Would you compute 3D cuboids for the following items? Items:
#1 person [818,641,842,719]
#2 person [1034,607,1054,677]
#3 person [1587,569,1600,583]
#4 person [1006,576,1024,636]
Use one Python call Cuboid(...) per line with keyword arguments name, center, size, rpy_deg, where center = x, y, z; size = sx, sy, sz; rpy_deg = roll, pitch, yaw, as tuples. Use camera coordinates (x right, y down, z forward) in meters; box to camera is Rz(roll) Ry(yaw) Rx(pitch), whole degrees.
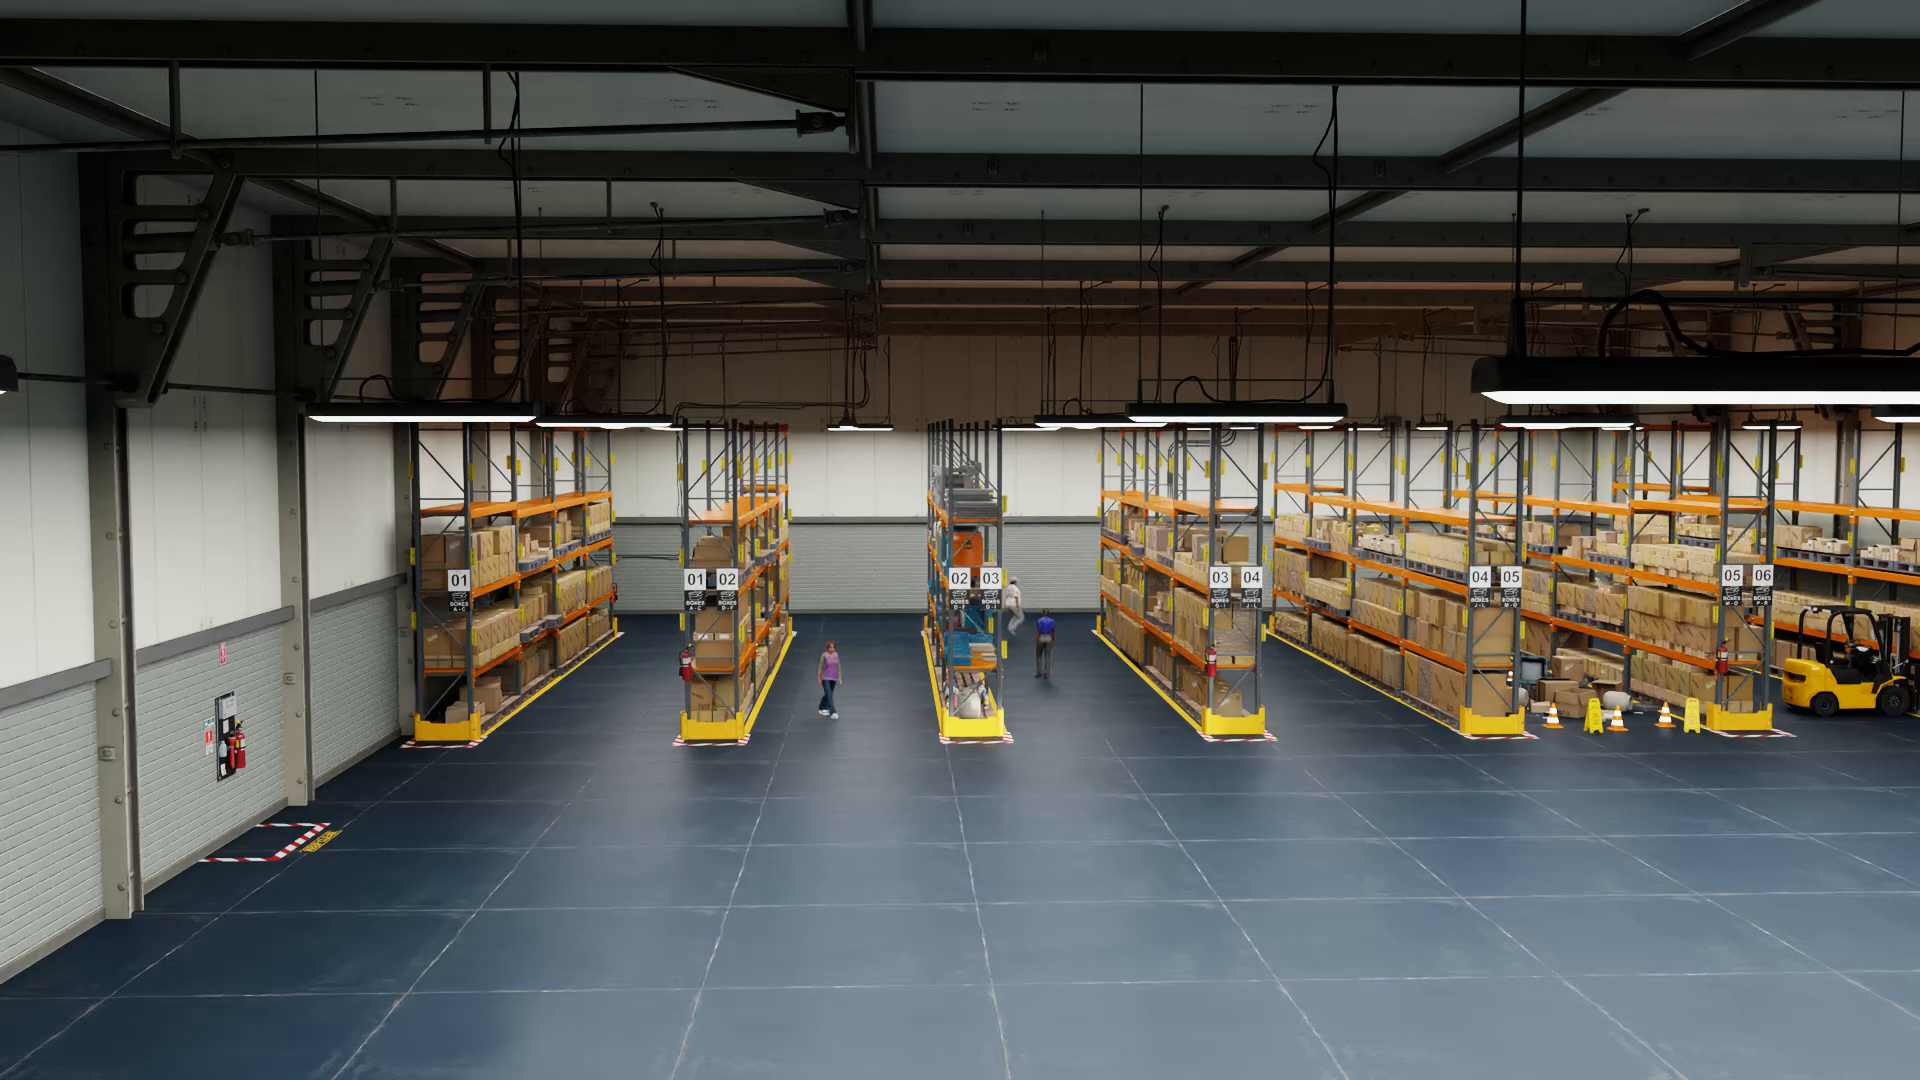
Cuboid(name="person", center=(-2.593, 2.798, 33.329), size=(0.440, 1.529, 0.979), rpy_deg=(-3, 5, -40))
Cuboid(name="person", center=(2.000, 2.433, 38.979), size=(0.460, 1.704, 0.595), rpy_deg=(0, 4, -8))
Cuboid(name="person", center=(18.774, 1.692, 49.349), size=(1.065, 1.745, 0.542), rpy_deg=(0, 4, -2))
Cuboid(name="person", center=(1.478, 1.811, 45.629), size=(0.512, 1.624, 0.514), rpy_deg=(-2, 4, -33))
